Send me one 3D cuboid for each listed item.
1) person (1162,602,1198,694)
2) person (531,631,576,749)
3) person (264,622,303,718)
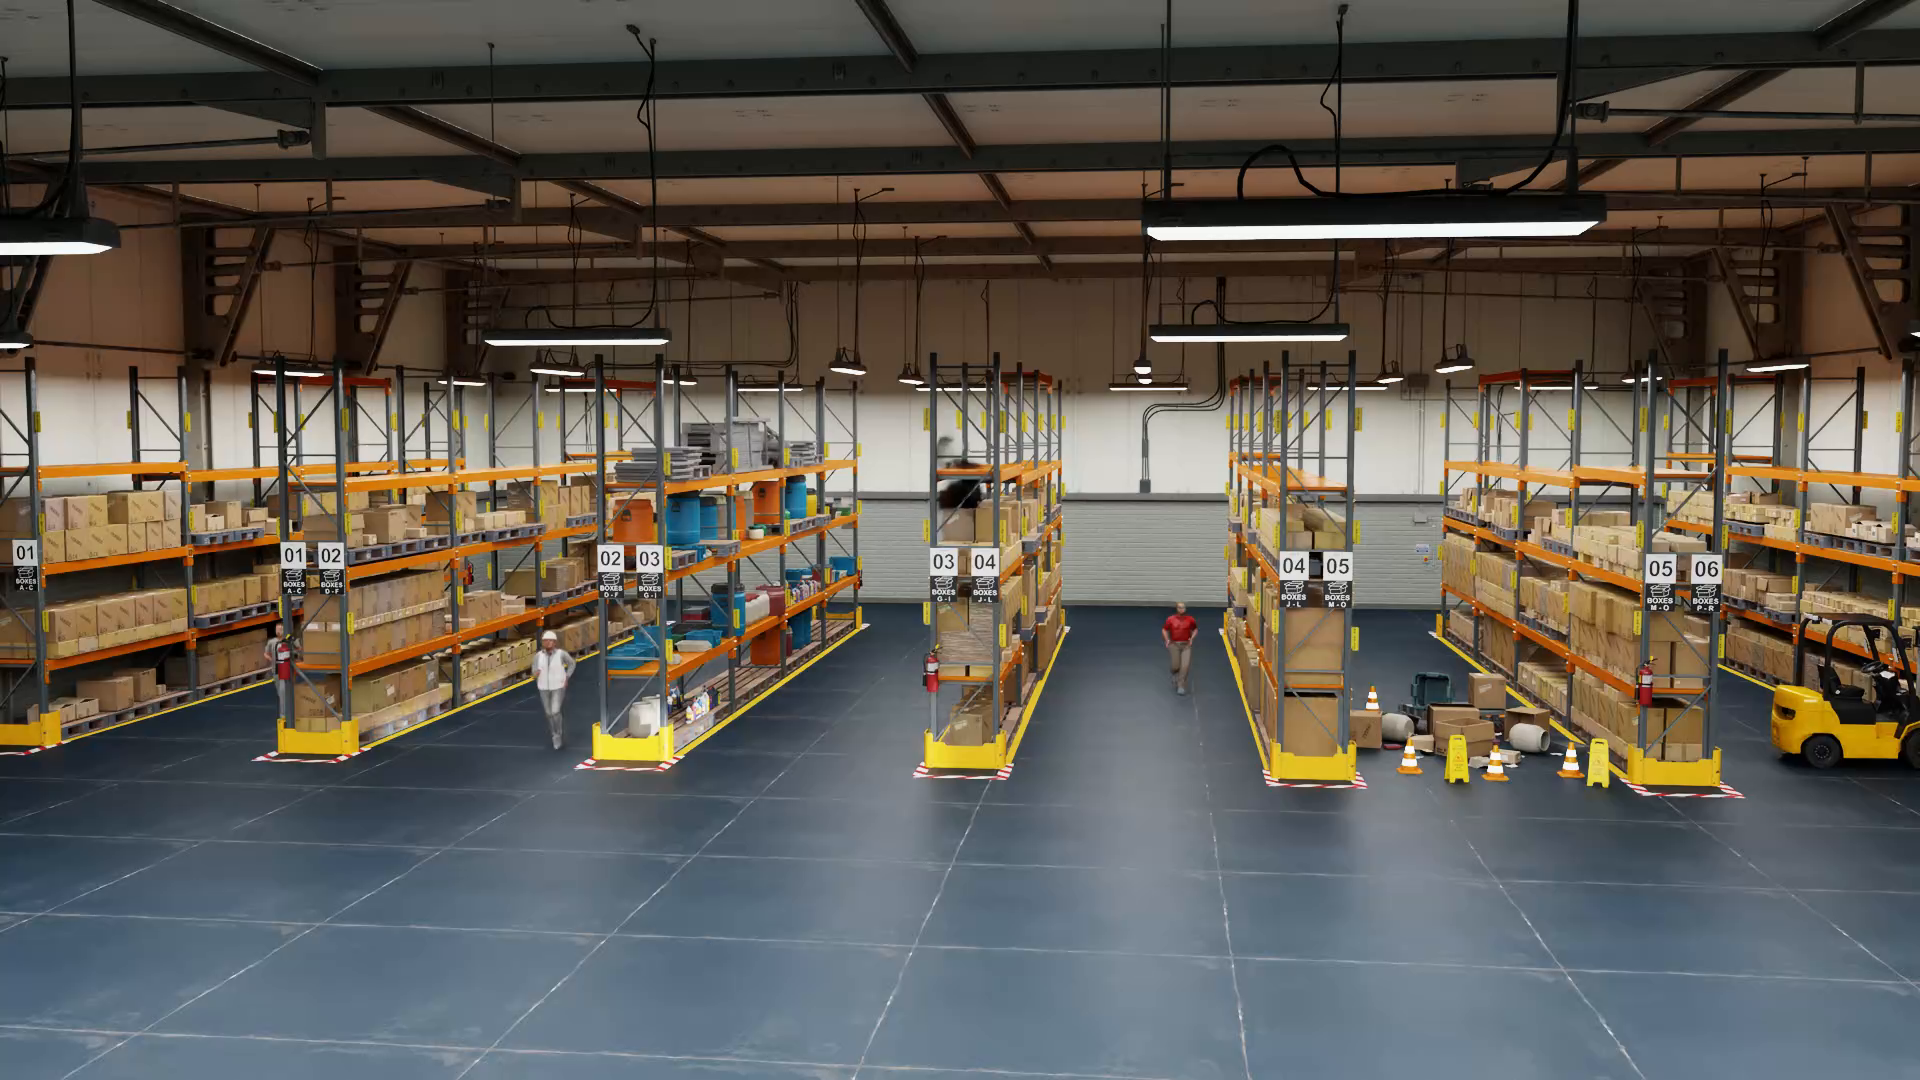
[{"bbox_3d":[4.093,1.989,30.846,0.664,1.684,0.602,0,4,1],"label":"person"},{"bbox_3d":[-6.307,2.314,25.680,0.635,1.822,0.755,0,4,4],"label":"person"},{"bbox_3d":[-11.269,2.221,27.666,0.550,1.724,0.763,0,4,0],"label":"person"}]
